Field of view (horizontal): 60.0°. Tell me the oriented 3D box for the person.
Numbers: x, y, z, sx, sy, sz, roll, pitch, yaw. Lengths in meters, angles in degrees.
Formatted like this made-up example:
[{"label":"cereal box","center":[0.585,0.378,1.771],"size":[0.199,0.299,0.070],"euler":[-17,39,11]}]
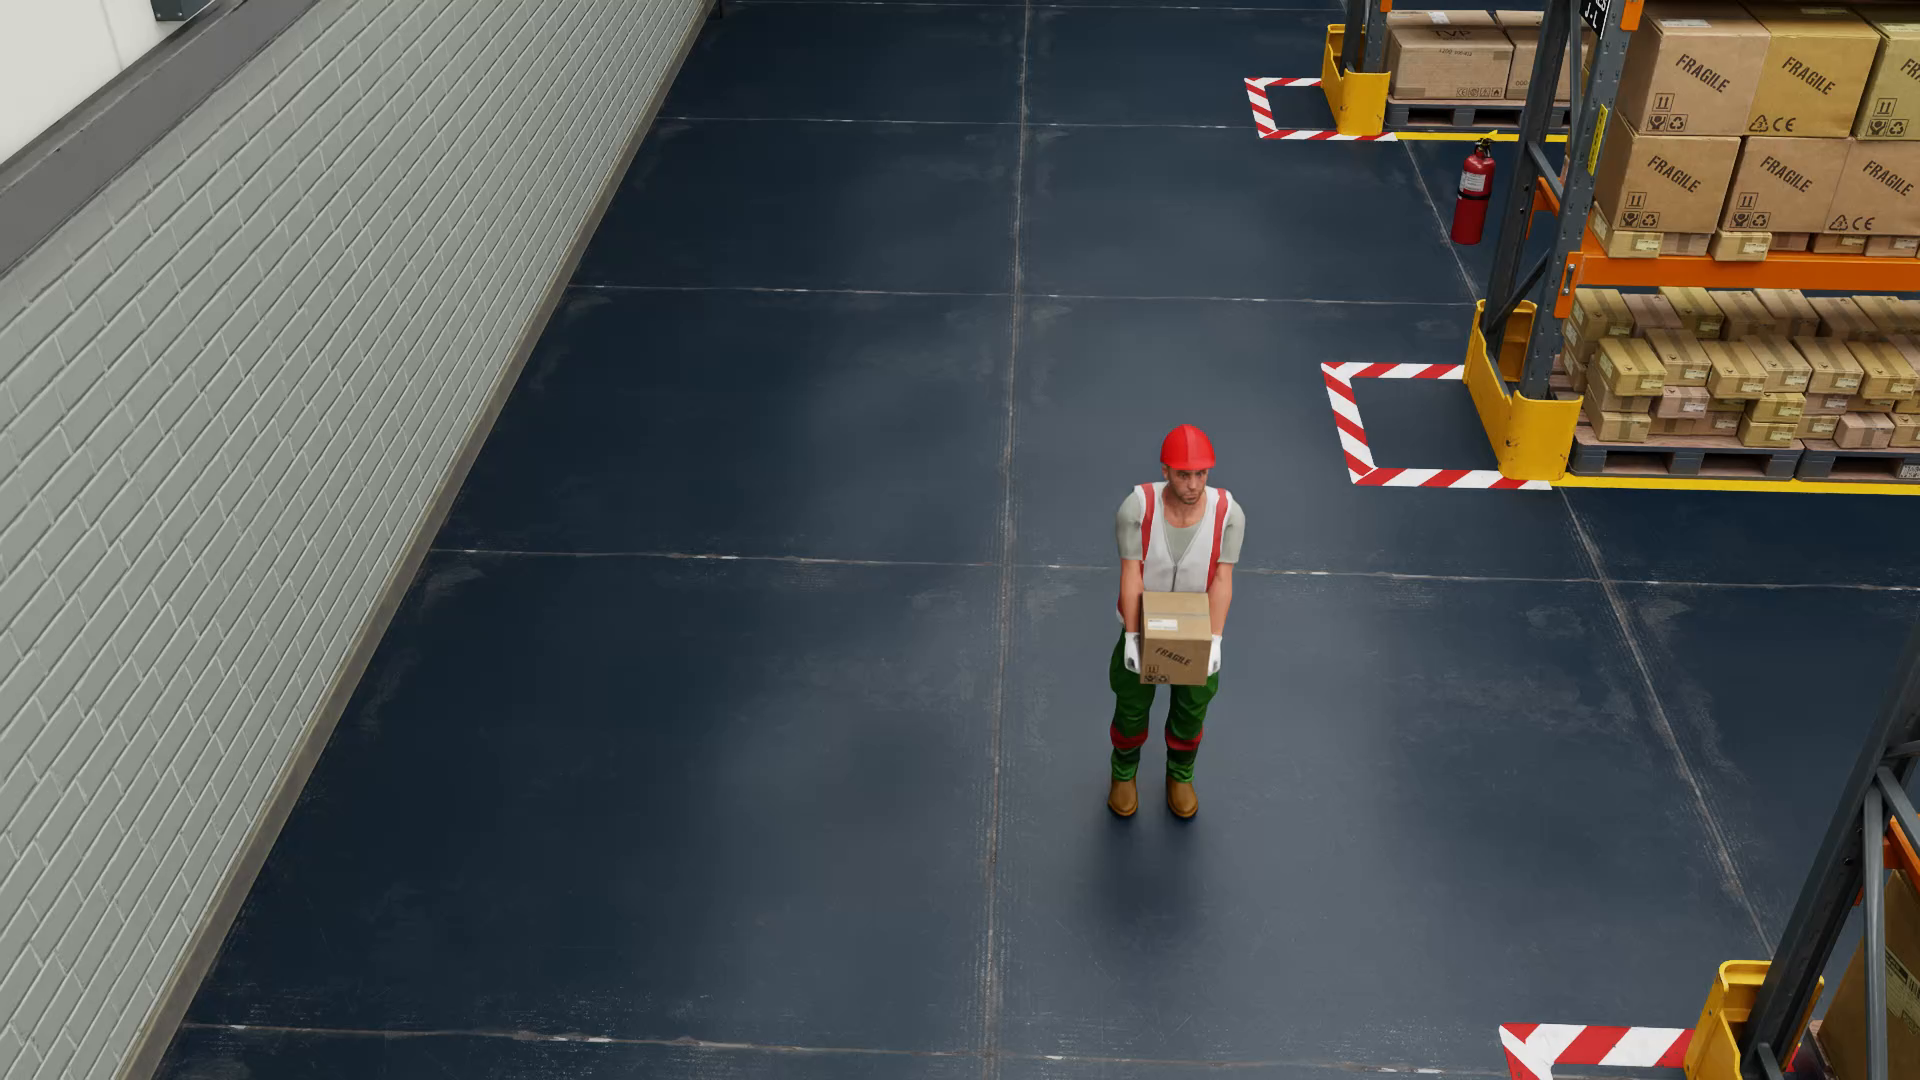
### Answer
[{"label":"person","center":[0.834,0.404,6.529],"size":[0.495,1.785,0.561],"euler":[2,35,2]}]
